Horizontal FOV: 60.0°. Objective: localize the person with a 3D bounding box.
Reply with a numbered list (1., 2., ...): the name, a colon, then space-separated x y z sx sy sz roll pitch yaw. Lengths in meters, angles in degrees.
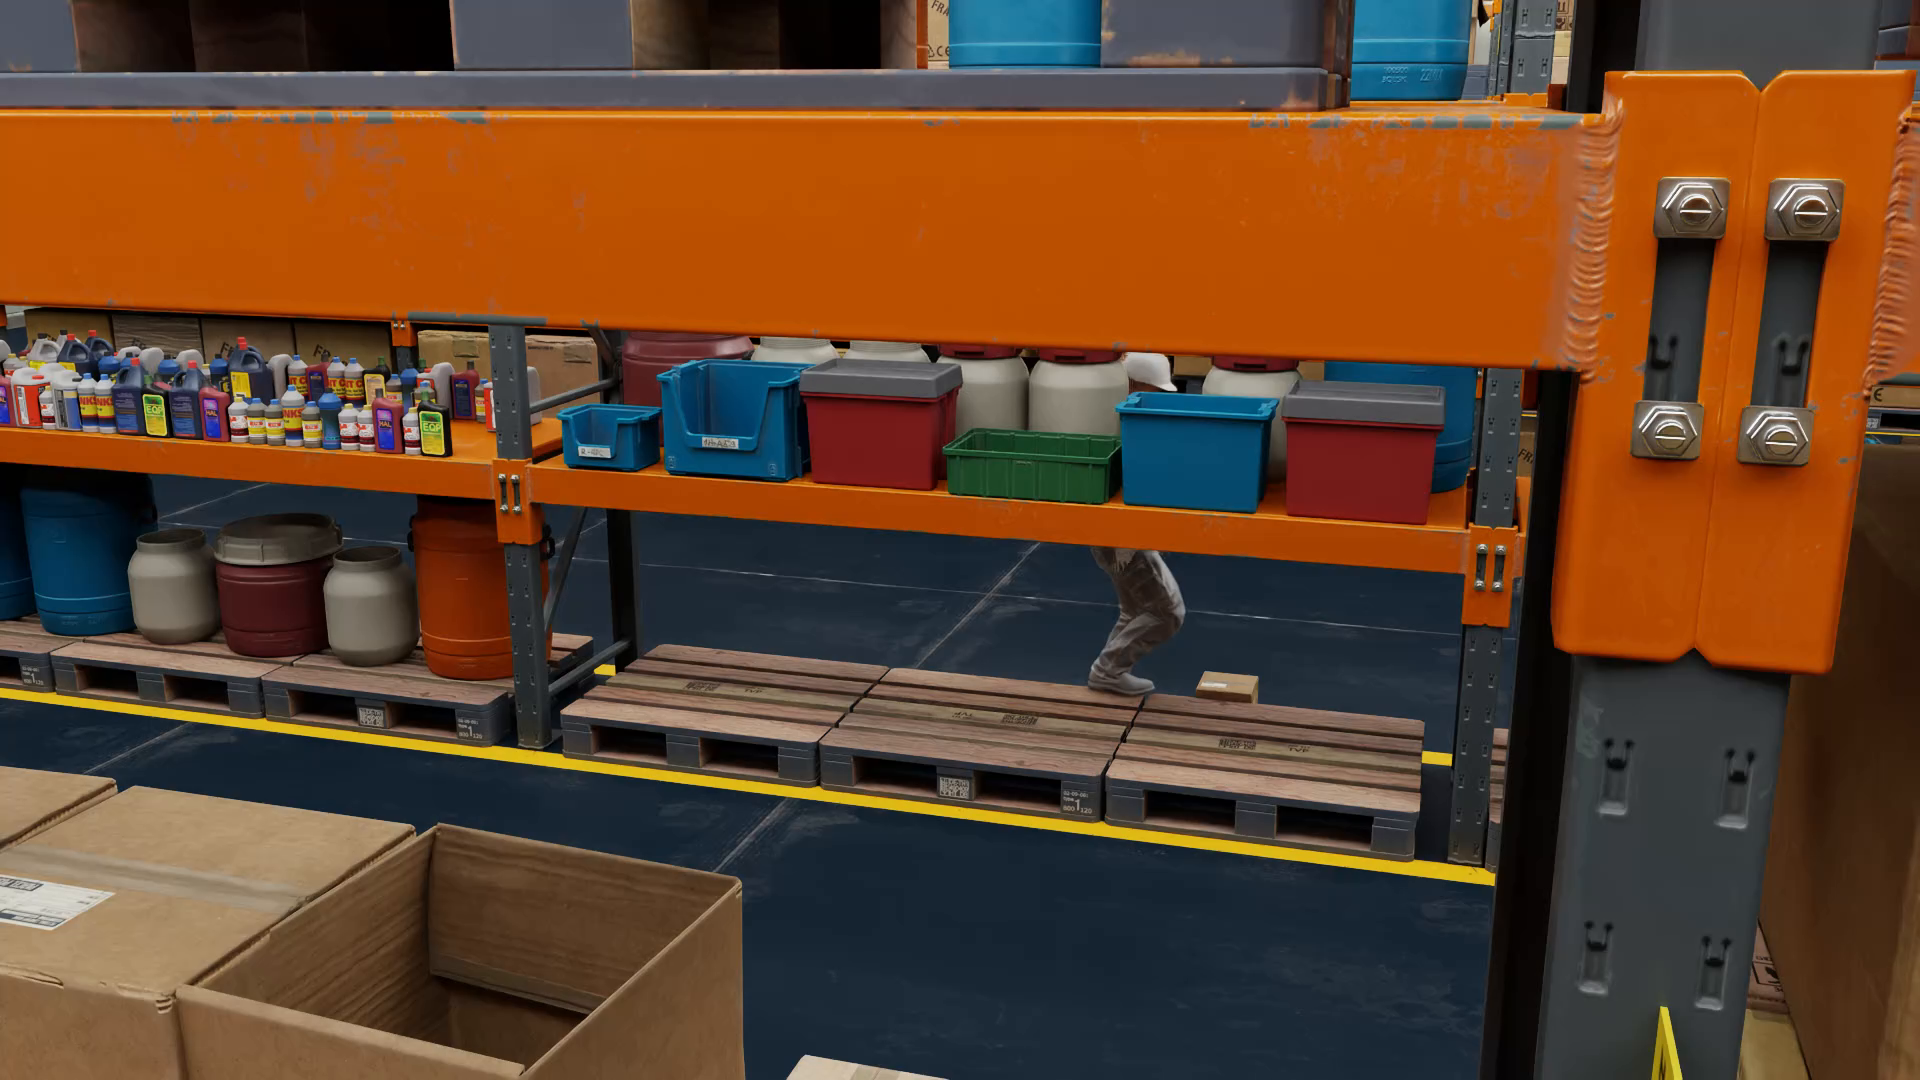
1. person: 0.811 0.000 7.524 0.506 1.759 0.559 5 16 18
